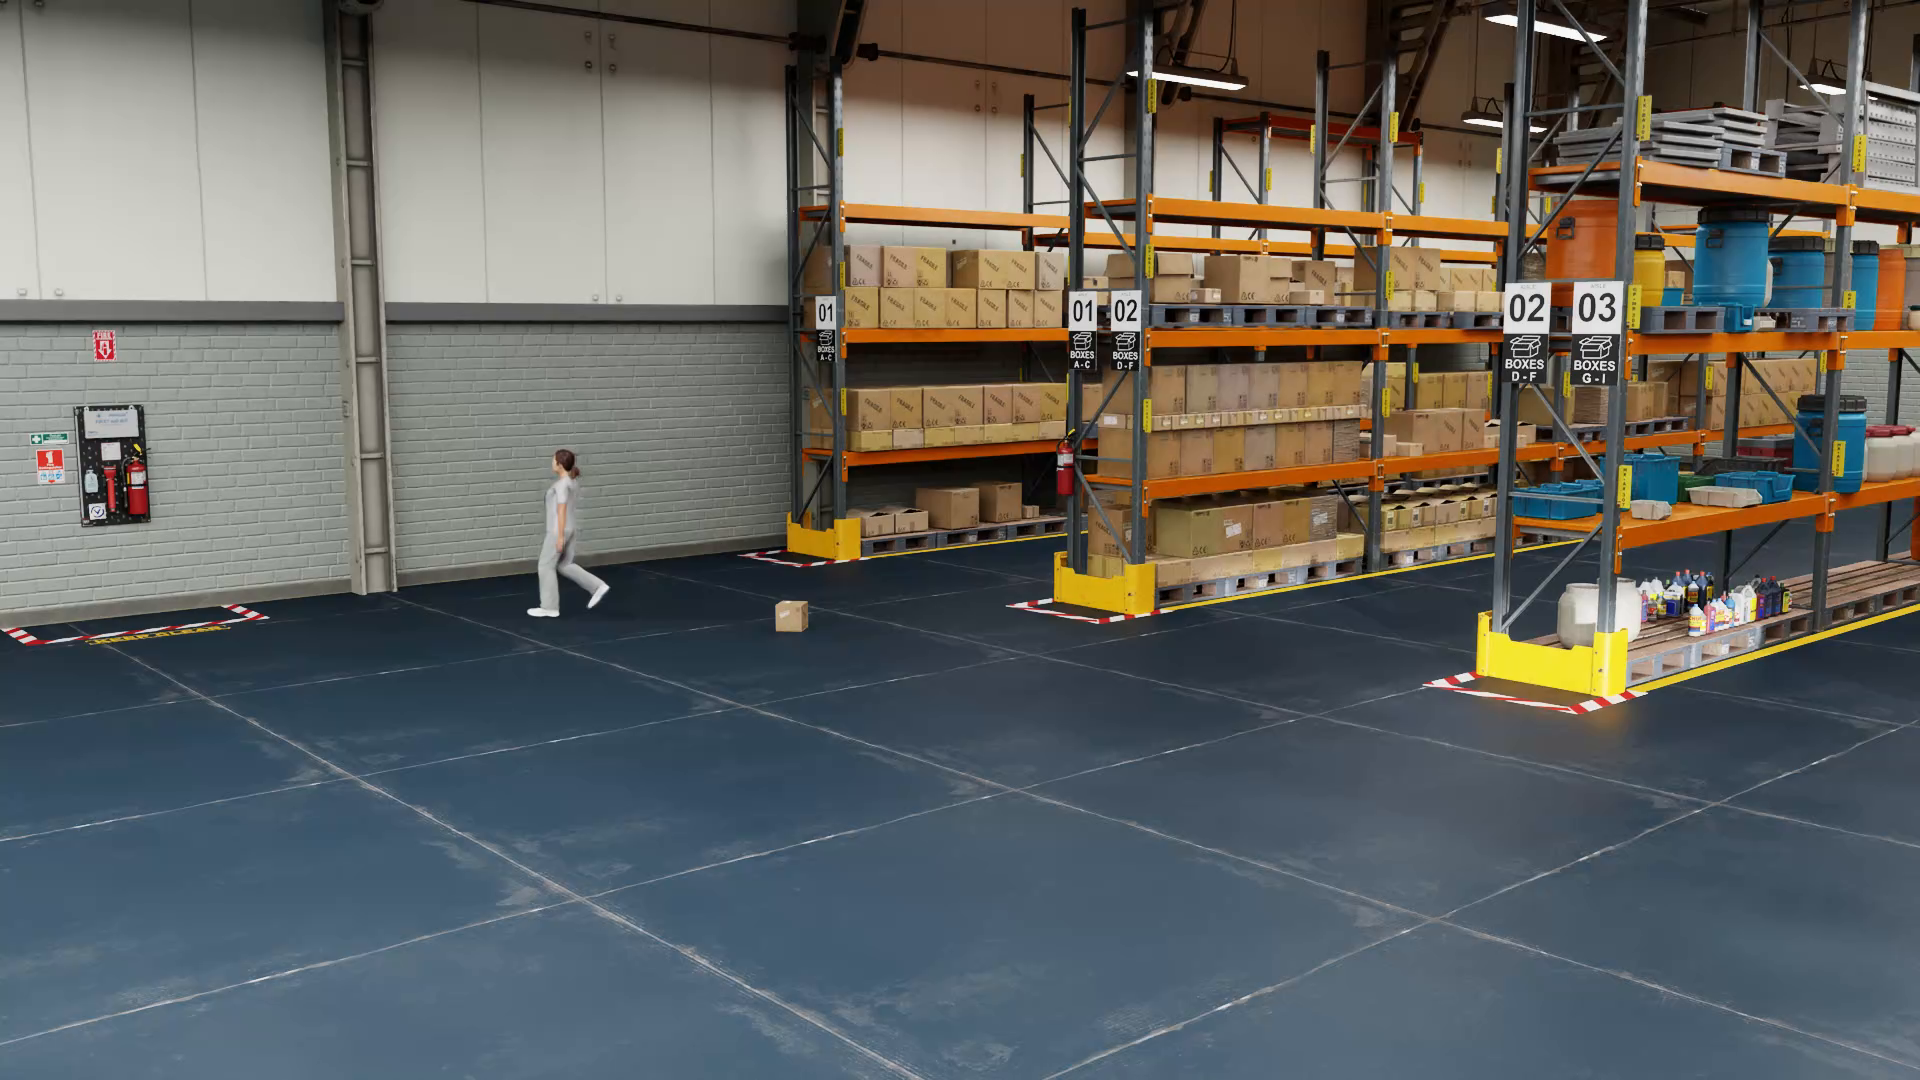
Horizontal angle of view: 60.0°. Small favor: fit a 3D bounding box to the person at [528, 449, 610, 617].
[{"bbox_3d":[-3.843,-0.070,16.247,0.794,1.645,0.449,1,8,6],"label":"person"}]
